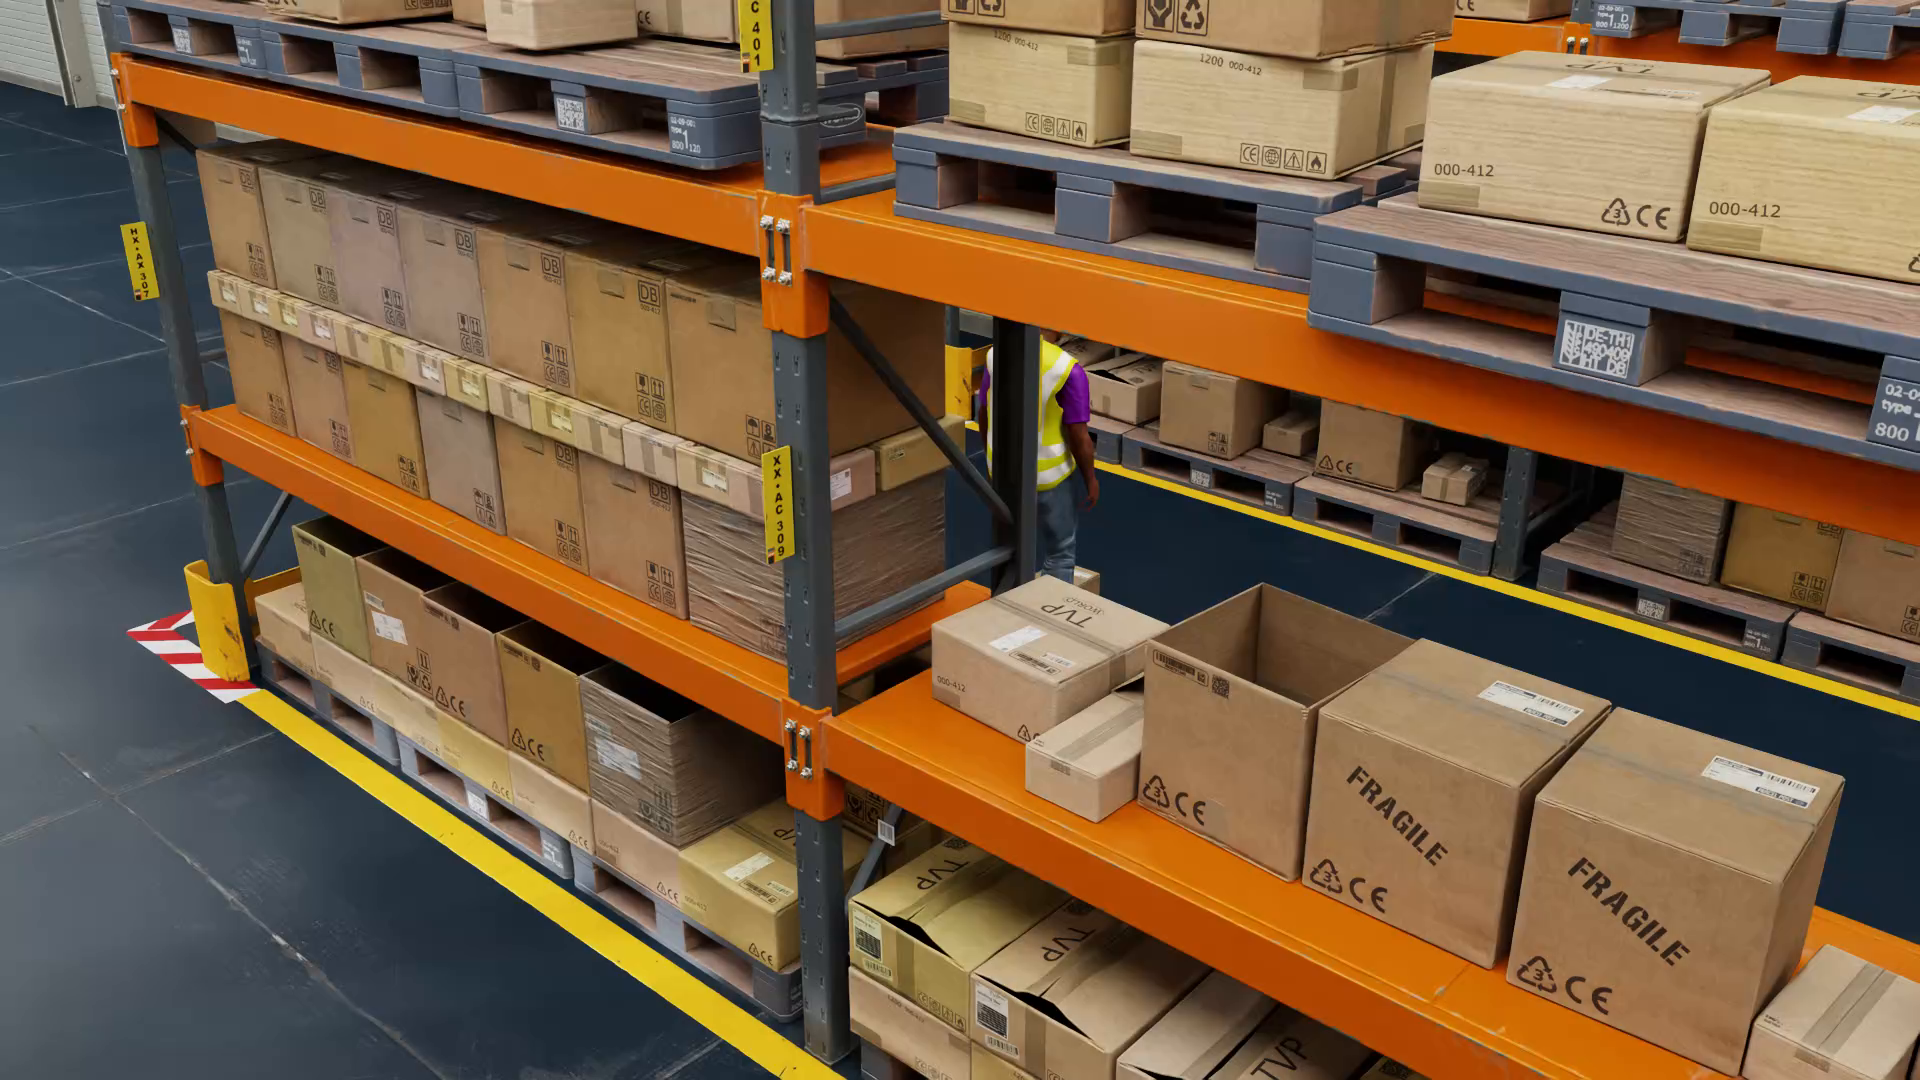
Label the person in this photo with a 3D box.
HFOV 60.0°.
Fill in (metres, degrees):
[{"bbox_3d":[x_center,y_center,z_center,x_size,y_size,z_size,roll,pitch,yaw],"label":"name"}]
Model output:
[{"bbox_3d":[0.370,-0.334,7.840,0.636,1.757,0.454,18,30,35],"label":"person"}]
